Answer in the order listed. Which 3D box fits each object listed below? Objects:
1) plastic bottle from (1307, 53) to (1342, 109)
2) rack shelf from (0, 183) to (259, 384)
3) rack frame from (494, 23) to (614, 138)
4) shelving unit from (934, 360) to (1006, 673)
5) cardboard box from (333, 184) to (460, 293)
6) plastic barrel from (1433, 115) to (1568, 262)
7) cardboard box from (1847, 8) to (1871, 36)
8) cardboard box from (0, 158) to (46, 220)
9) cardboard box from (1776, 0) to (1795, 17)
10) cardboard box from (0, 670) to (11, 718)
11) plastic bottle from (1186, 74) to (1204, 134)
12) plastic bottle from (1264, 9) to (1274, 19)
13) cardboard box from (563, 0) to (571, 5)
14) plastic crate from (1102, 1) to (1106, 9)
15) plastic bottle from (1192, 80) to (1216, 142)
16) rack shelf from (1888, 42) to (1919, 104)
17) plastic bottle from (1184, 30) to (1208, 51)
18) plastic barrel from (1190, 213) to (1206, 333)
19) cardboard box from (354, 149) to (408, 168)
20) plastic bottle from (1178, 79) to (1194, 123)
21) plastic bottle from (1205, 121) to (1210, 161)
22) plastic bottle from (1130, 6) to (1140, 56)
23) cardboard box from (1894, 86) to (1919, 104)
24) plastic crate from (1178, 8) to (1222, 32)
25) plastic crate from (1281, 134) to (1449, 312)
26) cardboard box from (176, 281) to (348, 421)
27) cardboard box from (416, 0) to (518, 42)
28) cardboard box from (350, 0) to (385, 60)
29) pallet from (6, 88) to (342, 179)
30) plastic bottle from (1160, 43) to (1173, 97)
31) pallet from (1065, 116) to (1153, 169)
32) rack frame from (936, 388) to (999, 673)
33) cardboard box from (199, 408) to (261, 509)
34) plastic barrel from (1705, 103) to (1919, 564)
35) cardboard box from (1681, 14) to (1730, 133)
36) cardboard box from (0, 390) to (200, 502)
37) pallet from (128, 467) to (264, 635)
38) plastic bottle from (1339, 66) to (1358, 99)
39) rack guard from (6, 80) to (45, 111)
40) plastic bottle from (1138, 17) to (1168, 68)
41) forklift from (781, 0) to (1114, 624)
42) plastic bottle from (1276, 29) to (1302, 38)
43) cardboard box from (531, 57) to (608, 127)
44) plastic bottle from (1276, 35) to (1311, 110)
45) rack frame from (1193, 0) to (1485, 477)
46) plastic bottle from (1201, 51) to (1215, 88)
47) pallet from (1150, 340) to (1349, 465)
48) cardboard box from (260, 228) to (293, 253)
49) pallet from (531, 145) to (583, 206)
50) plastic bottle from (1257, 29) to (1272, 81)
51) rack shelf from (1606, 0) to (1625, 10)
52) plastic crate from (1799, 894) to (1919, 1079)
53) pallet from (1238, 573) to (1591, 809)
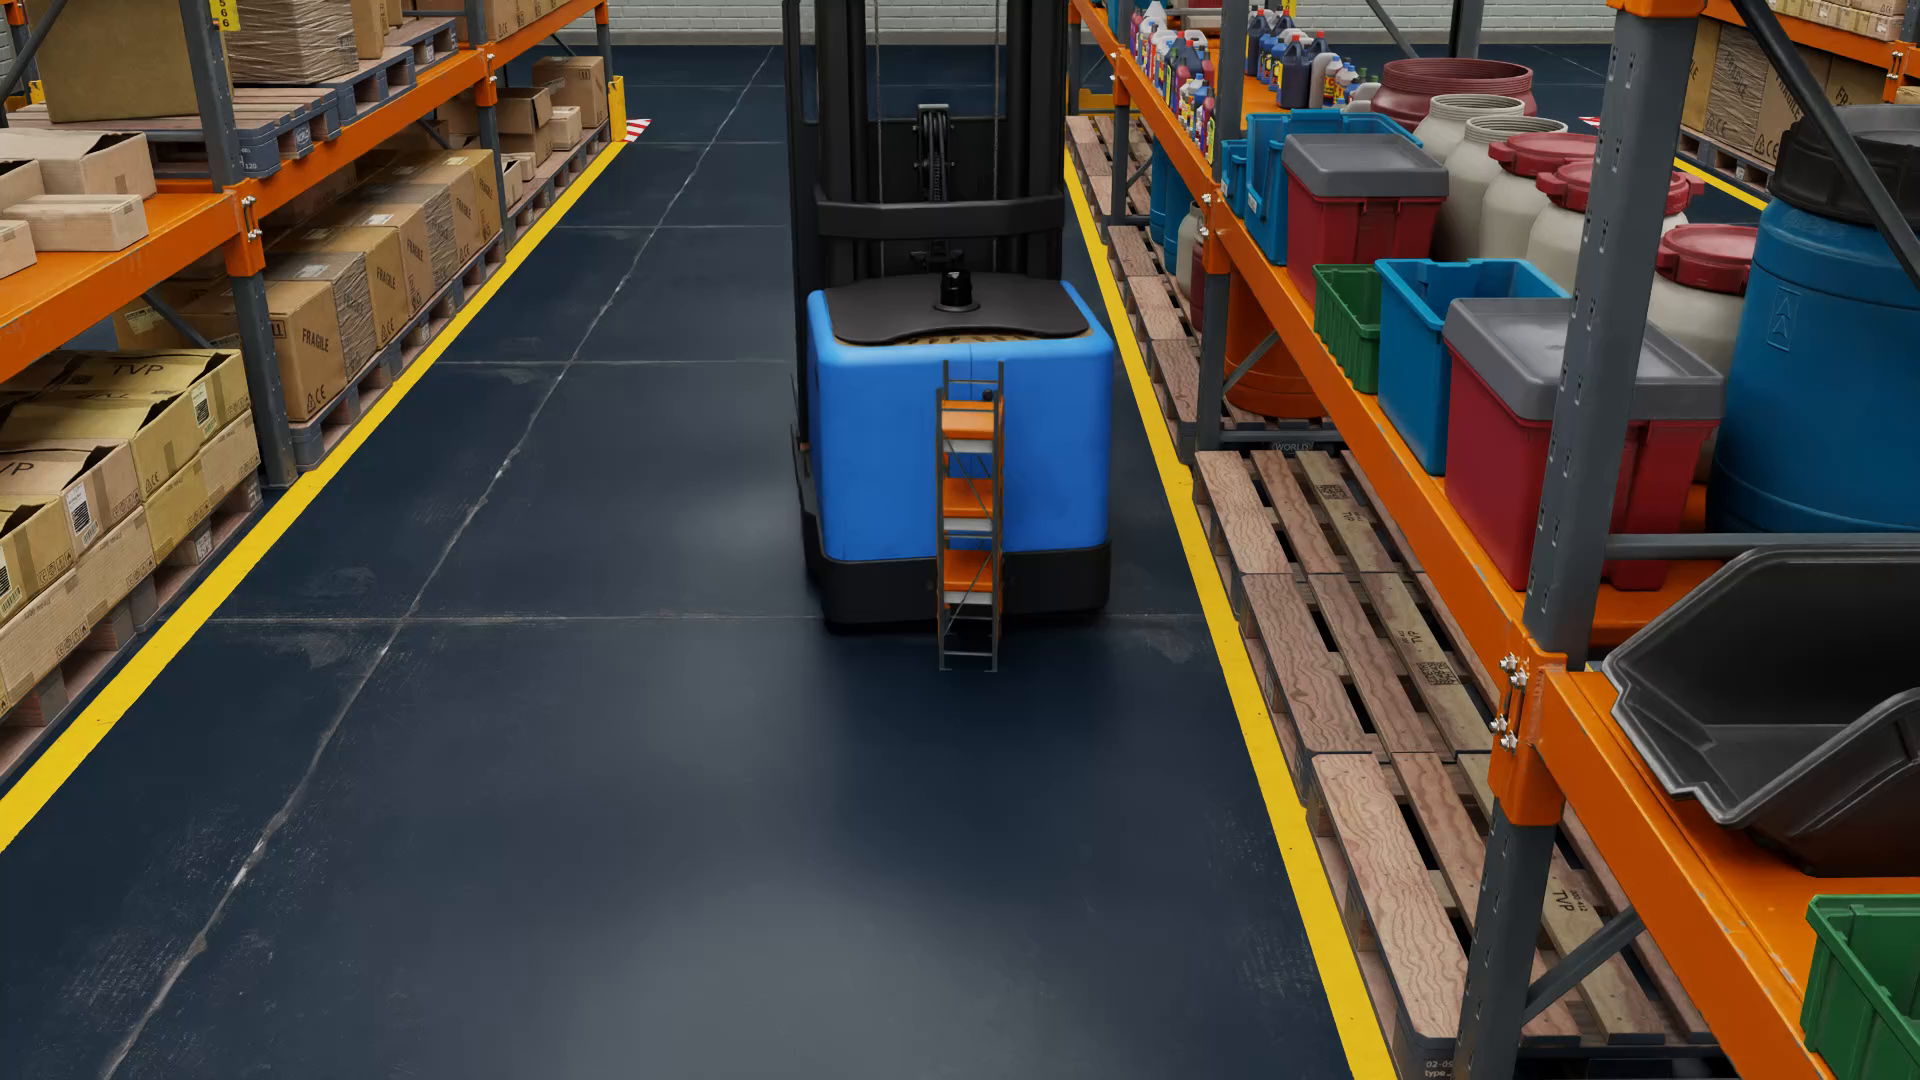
[{"bbox_3d":[1.837,-2.324,8.399,0.152,0.276,0.135,0,24,-1],"label":"plastic bottle"},{"bbox_3d":[-3.398,-0.457,4.993,1.077,0.370,4.000,0,24,-1],"label":"rack shelf"},{"bbox_3d":[-3.507,-4.905,13.956,1.000,3.000,0.127,0,24,-1],"label":"rack frame"},{"bbox_3d":[0.037,-0.067,5.609,0.215,1.050,0.252,2,28,4],"label":"shelving unit"},{"bbox_3d":[-3.169,-1.706,9.382,0.500,0.500,0.500,0,24,0],"label":"cardboard box"},{"bbox_3d":[1.763,-1.084,5.371,0.421,0.512,0.421,0,24,0],"label":"plastic barrel"},{"bbox_3d":[6.108,-3.416,10.968,0.380,0.149,0.250,0,24,0],"label":"cardboard box"},{"bbox_3d":[-3.604,-1.199,5.869,0.500,0.311,0.500,-1,24,-1],"label":"cardboard box"},{"bbox_3d":[6.097,-3.839,11.904,0.380,0.149,0.250,-1,24,-1],"label":"cardboard box"},{"bbox_3d":[-3.145,0.510,4.810,0.500,0.250,0.500,-1,24,-2],"label":"cardboard box"},{"bbox_3d":[1.113,-2.039,7.774,0.097,0.271,0.097,0,24,0],"label":"plastic bottle"},{"bbox_3d":[1.817,-3.060,10.027,0.152,0.276,0.135,0,24,-1],"label":"plastic bottle"},{"bbox_3d":[-3.221,-4.348,12.603,0.500,0.500,0.500,0,24,0],"label":"cardboard box"},{"bbox_3d":[1.170,-3.901,11.983,0.293,0.136,0.466,0,24,-1],"label":"plastic crate"},{"bbox_3d":[1.115,-1.959,7.597,0.097,0.271,0.097,0,24,0],"label":"plastic bottle"},{"bbox_3d":[6.464,-2.148,8.733,1.077,0.370,4.000,0,24,-1],"label":"rack shelf"},{"bbox_3d":[1.276,-2.648,9.115,0.152,0.276,0.135,0,24,-1],"label":"plastic bottle"},{"bbox_3d":[1.499,-1.389,8.598,0.600,0.588,0.708,0,24,-1],"label":"plastic barrel"},{"bbox_3d":[-3.702,-2.118,10.293,0.500,0.500,0.500,-1,24,-3],"label":"cardboard box"},{"bbox_3d":[1.109,-2.127,8.055,0.097,0.201,0.097,0,24,0],"label":"plastic bottle"},{"bbox_3d":[1.119,-1.751,7.223,0.097,0.201,0.097,0,24,0],"label":"plastic bottle"},{"bbox_3d":[1.067,-3.072,10.043,0.061,0.283,0.133,0,24,-1],"label":"plastic bottle"},{"bbox_3d":[6.469,-2.260,10.175,1.225,0.875,0.875,0,24,0],"label":"cardboard box"},{"bbox_3d":[1.628,-3.377,10.825,0.396,0.136,0.243,0,24,-1],"label":"plastic crate"},{"bbox_3d":[1.245,-0.991,5.224,0.402,0.464,0.583,0,24,-1],"label":"plastic crate"},{"bbox_3d":[-3.139,-0.859,7.509,0.500,0.500,0.500,1,24,2],"label":"cardboard box"},{"bbox_3d":[-3.196,-3.514,10.758,0.500,0.500,0.500,0,24,1],"label":"cardboard box"},{"bbox_3d":[-3.382,-2.766,8.595,0.700,0.500,0.500,-6,25,-14],"label":"cardboard box"},{"bbox_3d":[-3.497,-1.800,7.324,1.213,0.211,1.003,0,24,-1],"label":"pallet"},{"bbox_3d":[1.101,-2.462,8.709,0.097,0.271,0.097,0,24,0],"label":"plastic bottle"},{"bbox_3d":[1.416,-3.315,13.825,1.003,0.211,1.213,0,24,-1],"label":"pallet"},{"bbox_3d":[0.026,-0.011,5.501,0.200,1.050,0.008,2,28,4],"label":"rack frame"},{"bbox_3d":[-3.170,-0.332,6.670,0.500,0.250,0.500,0,24,1],"label":"cardboard box"},{"bbox_3d":[1.876,-0.370,3.320,0.600,0.901,0.708,0,24,-1],"label":"plastic barrel"},{"bbox_3d":[6.486,-3.908,13.820,0.875,0.875,0.875,0,24,-1],"label":"cardboard box"},{"bbox_3d":[-3.156,-0.374,6.083,0.500,0.311,0.500,-1,24,-1],"label":"cardboard box"},{"bbox_3d":[-3.450,0.001,6.491,1.003,0.211,1.213,0,24,-1],"label":"pallet"},{"bbox_3d":[1.869,-2.139,7.996,0.097,0.271,0.097,0,24,0],"label":"plastic bottle"},{"bbox_3d":[-8.461,-3.752,14.440,1.175,0.500,0.348,0,24,-1],"label":"rack guard"},{"bbox_3d":[1.118,-2.878,9.624,0.152,0.276,0.135,0,24,-1],"label":"plastic bottle"},{"bbox_3d":[-0.166,-1.613,6.760,1.130,2.935,3.031,-3,25,-7],"label":"forklift"},{"bbox_3d":[1.827,-2.702,9.235,0.152,0.276,0.135,0,24,-1],"label":"plastic bottle"},{"bbox_3d":[-3.255,-3.744,13.887,0.500,0.500,0.500,0,24,-1],"label":"cardboard box"},{"bbox_3d":[1.688,-2.368,8.406,0.144,0.351,0.185,0,24,-1],"label":"plastic bottle"},{"bbox_3d":[1.533,-1.630,6.713,1.000,3.000,0.127,0,24,-1],"label":"rack frame"},{"bbox_3d":[1.232,-2.289,8.312,0.061,0.283,0.133,0,24,-1],"label":"plastic bottle"},{"bbox_3d":[1.483,-0.684,8.005,1.003,0.211,1.213,0,24,-1],"label":"pallet"},{"bbox_3d":[-3.670,-1.268,8.413,0.500,0.500,0.500,-1,24,-2],"label":"cardboard box"},{"bbox_3d":[-3.486,-2.773,12.626,1.003,0.211,1.213,0,24,-1],"label":"pallet"},{"bbox_3d":[1.702,-2.692,9.217,0.097,0.271,0.097,0,24,0],"label":"plastic bottle"},{"bbox_3d":[1.555,-1.844,4.421,1.077,0.370,4.000,0,24,-1],"label":"rack shelf"},{"bbox_3d":[1.310,0.676,1.873,0.450,0.188,0.662,0,24,-1],"label":"plastic crate"},{"bbox_3d":[1.513,0.462,5.473,1.003,0.211,1.213,0,24,-1],"label":"pallet"}]
